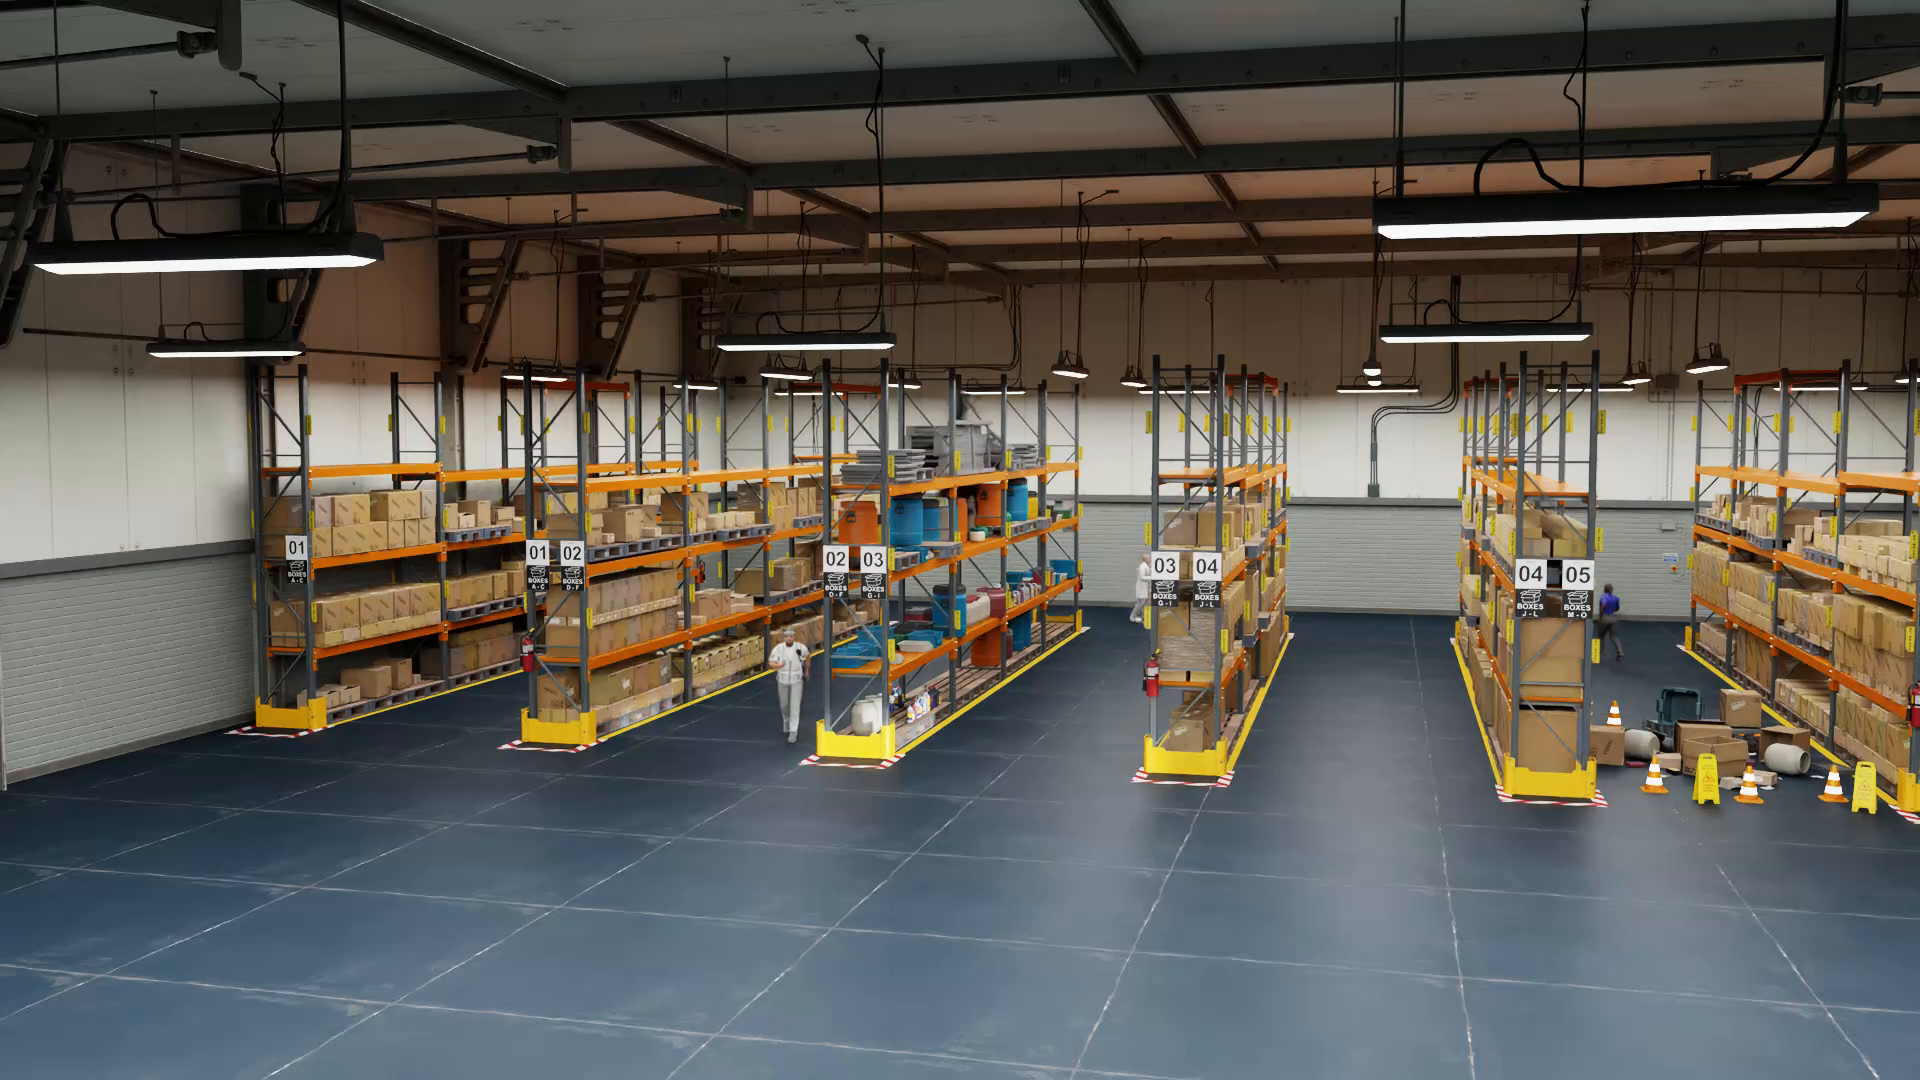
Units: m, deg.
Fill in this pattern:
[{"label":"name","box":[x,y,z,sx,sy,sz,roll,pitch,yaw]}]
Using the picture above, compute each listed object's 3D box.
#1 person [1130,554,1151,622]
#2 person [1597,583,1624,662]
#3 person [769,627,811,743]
[{"label":"person","box":[4.689,1.212,42.117,0.844,1.732,0.758,2,4,27]},{"label":"person","box":[13.618,1.744,34.896,0.566,1.662,0.929,-1,4,-8]},{"label":"person","box":[-2.721,2.262,26.569,0.650,1.795,0.959,0,4,-2]}]
